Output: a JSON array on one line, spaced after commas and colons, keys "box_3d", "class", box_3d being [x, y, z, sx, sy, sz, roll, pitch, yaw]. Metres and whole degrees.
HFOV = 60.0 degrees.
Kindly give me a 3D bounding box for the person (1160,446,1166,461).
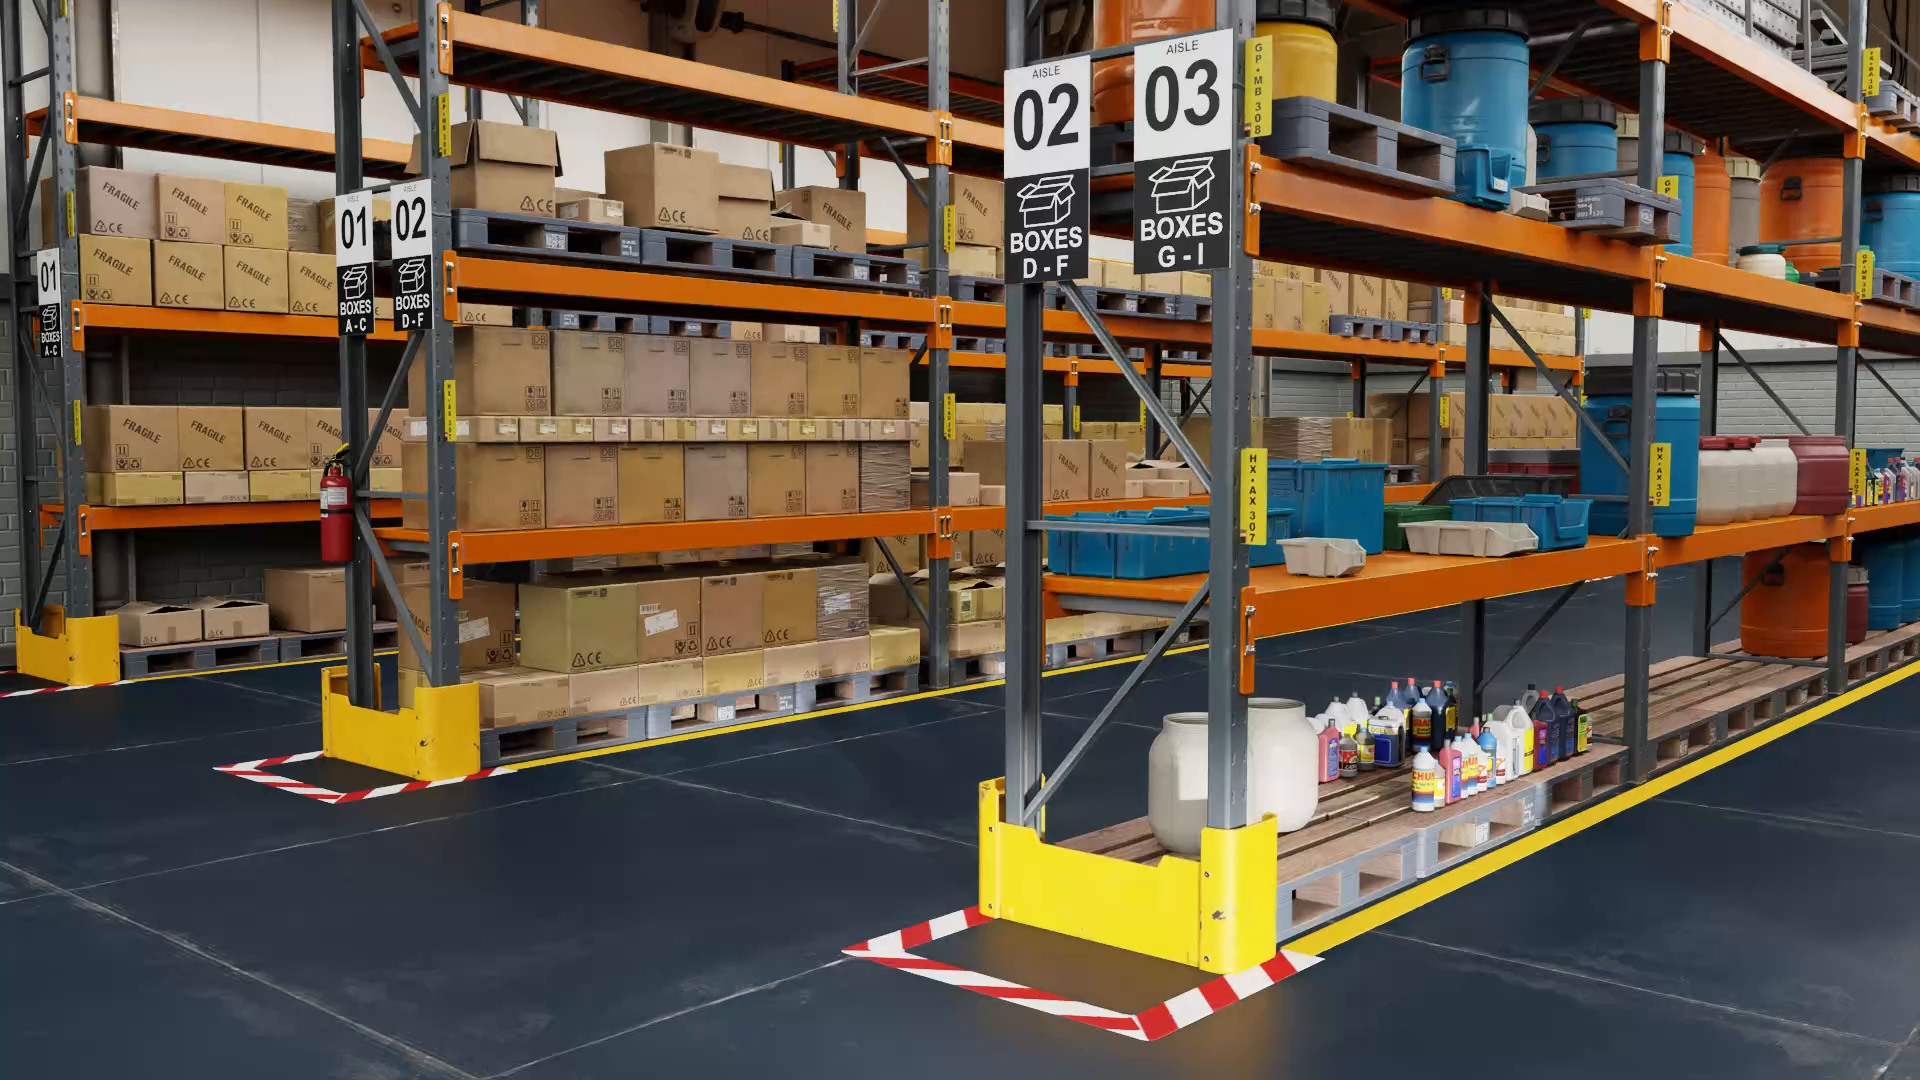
[{"box_3d": [2.409, -0.301, 20.120, 0.444, 1.681, 0.483, 2, 4, 27], "class": "person"}]
